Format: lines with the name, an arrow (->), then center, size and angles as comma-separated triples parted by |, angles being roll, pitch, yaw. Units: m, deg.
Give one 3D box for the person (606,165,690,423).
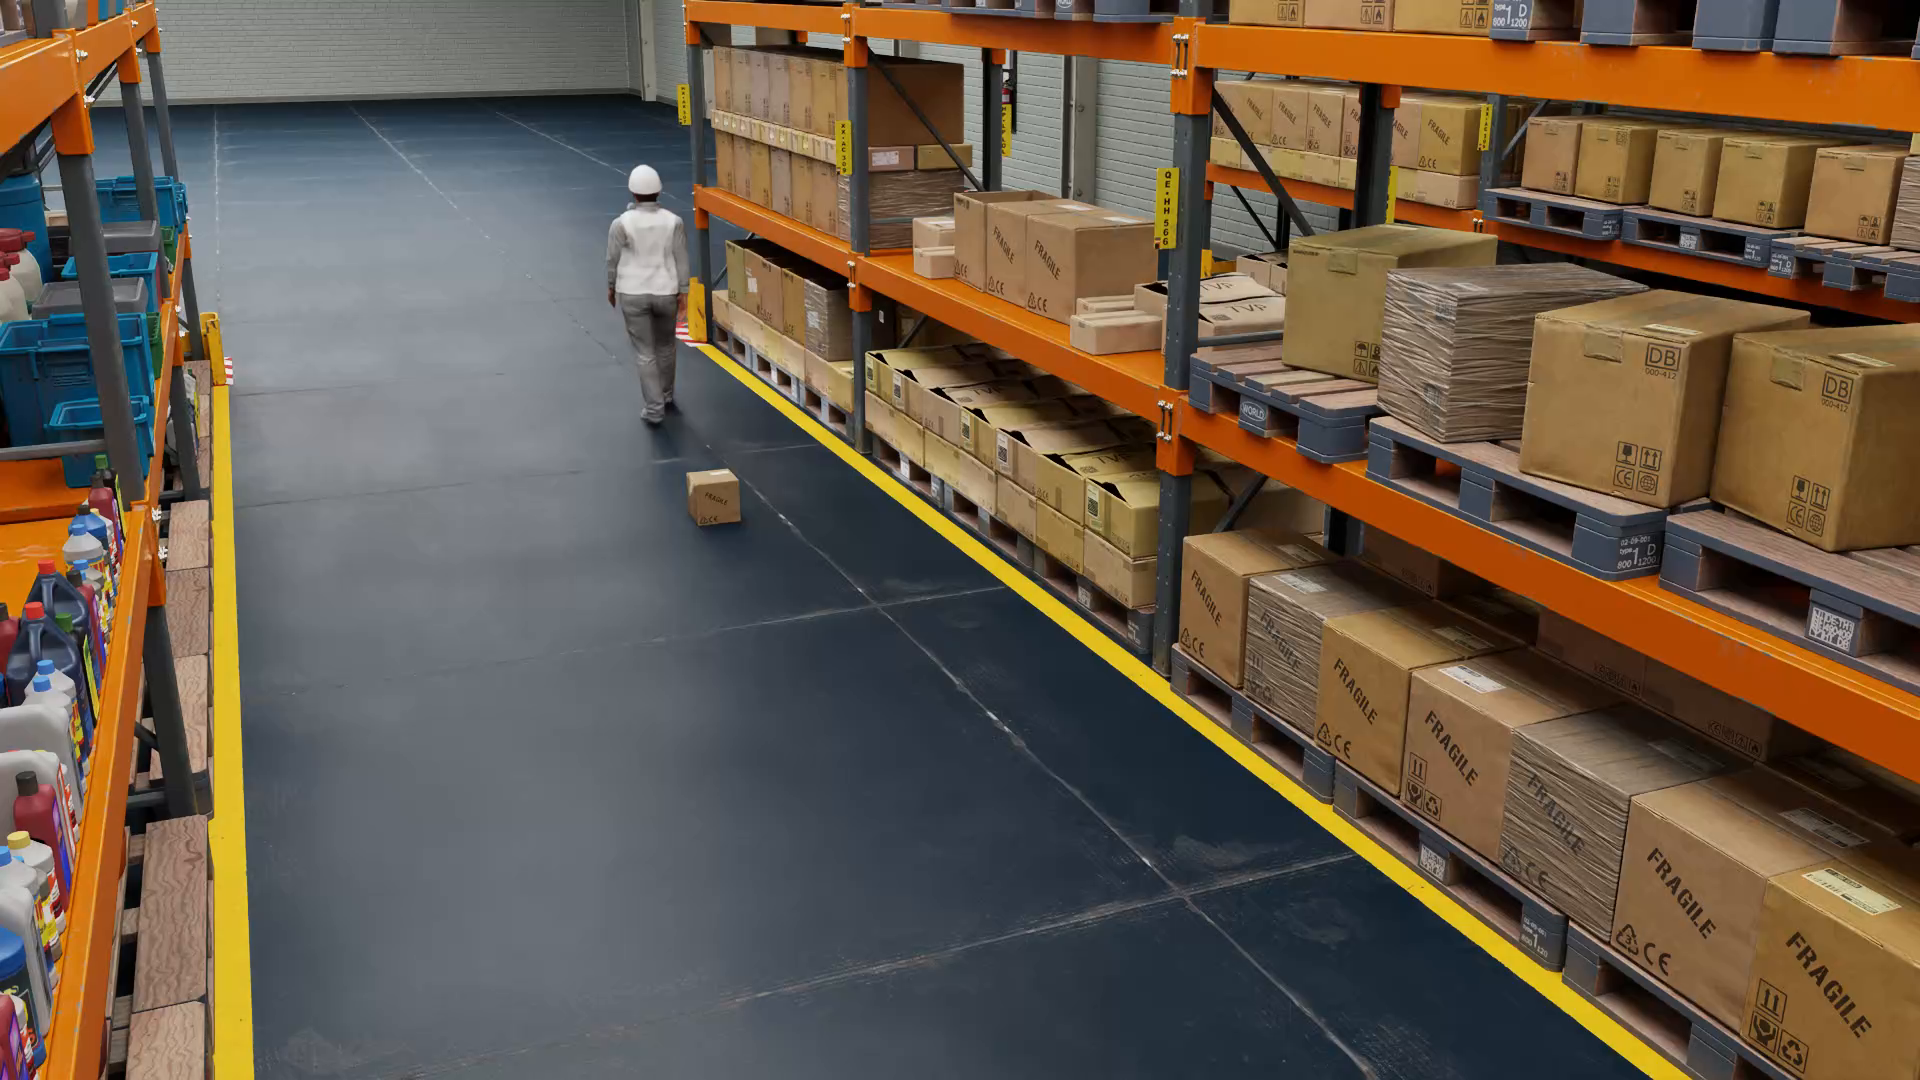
person -> -2.208, -1.745, 11.632 | 0.547, 1.751, 0.818 | -8, 20, -23
